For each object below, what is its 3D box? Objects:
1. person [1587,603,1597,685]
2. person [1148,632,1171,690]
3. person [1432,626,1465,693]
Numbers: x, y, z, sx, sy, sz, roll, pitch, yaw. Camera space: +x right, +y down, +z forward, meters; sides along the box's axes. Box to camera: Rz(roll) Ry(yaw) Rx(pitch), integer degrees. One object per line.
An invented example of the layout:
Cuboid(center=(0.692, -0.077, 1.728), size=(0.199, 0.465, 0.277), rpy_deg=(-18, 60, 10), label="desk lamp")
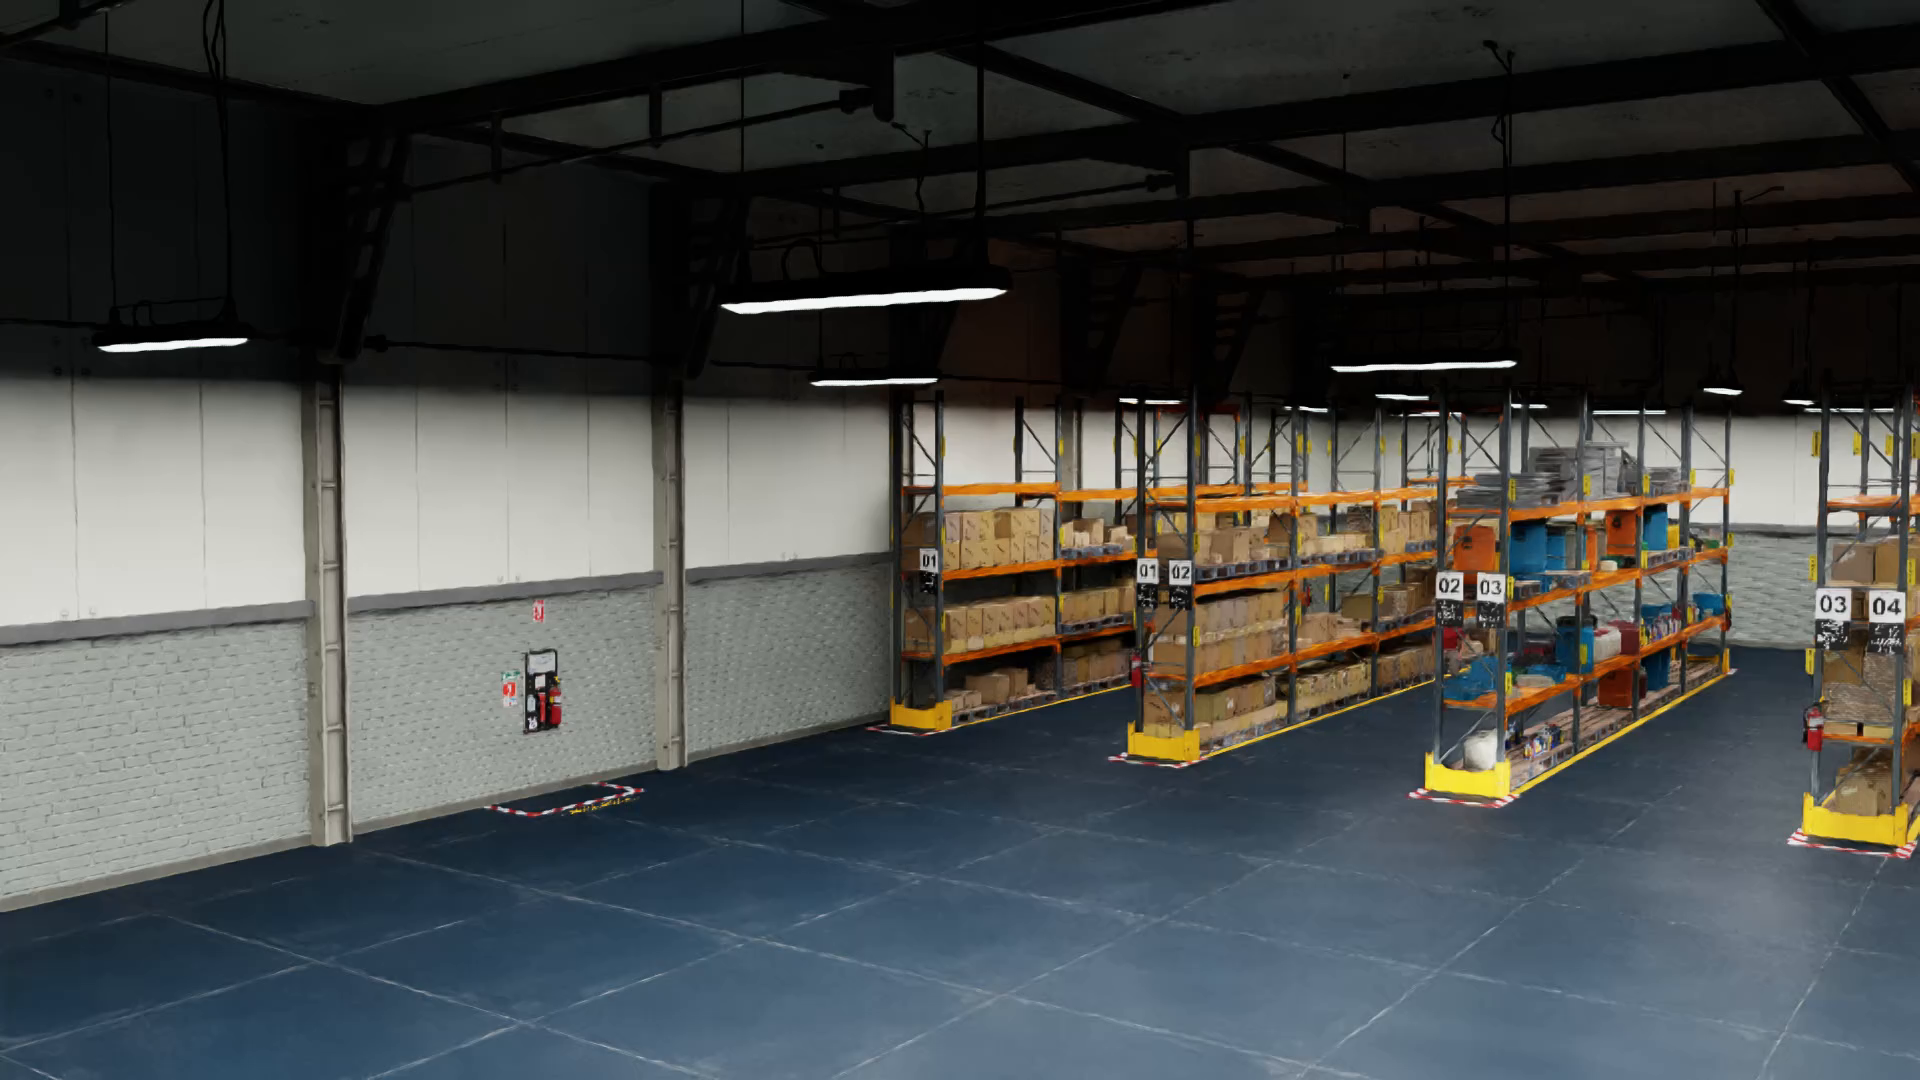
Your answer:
Cuboid(center=(13.090, 2.168, 34.909), size=(0.613, 1.722, 0.526), rpy_deg=(-2, 4, -29), label="person")
Cuboid(center=(3.856, 2.345, 31.784), size=(0.601, 1.698, 1.196), rpy_deg=(2, 4, 33), label="person")
Cuboid(center=(9.828, 2.286, 33.477), size=(0.682, 1.676, 0.529), rpy_deg=(2, 4, 33), label="person")
